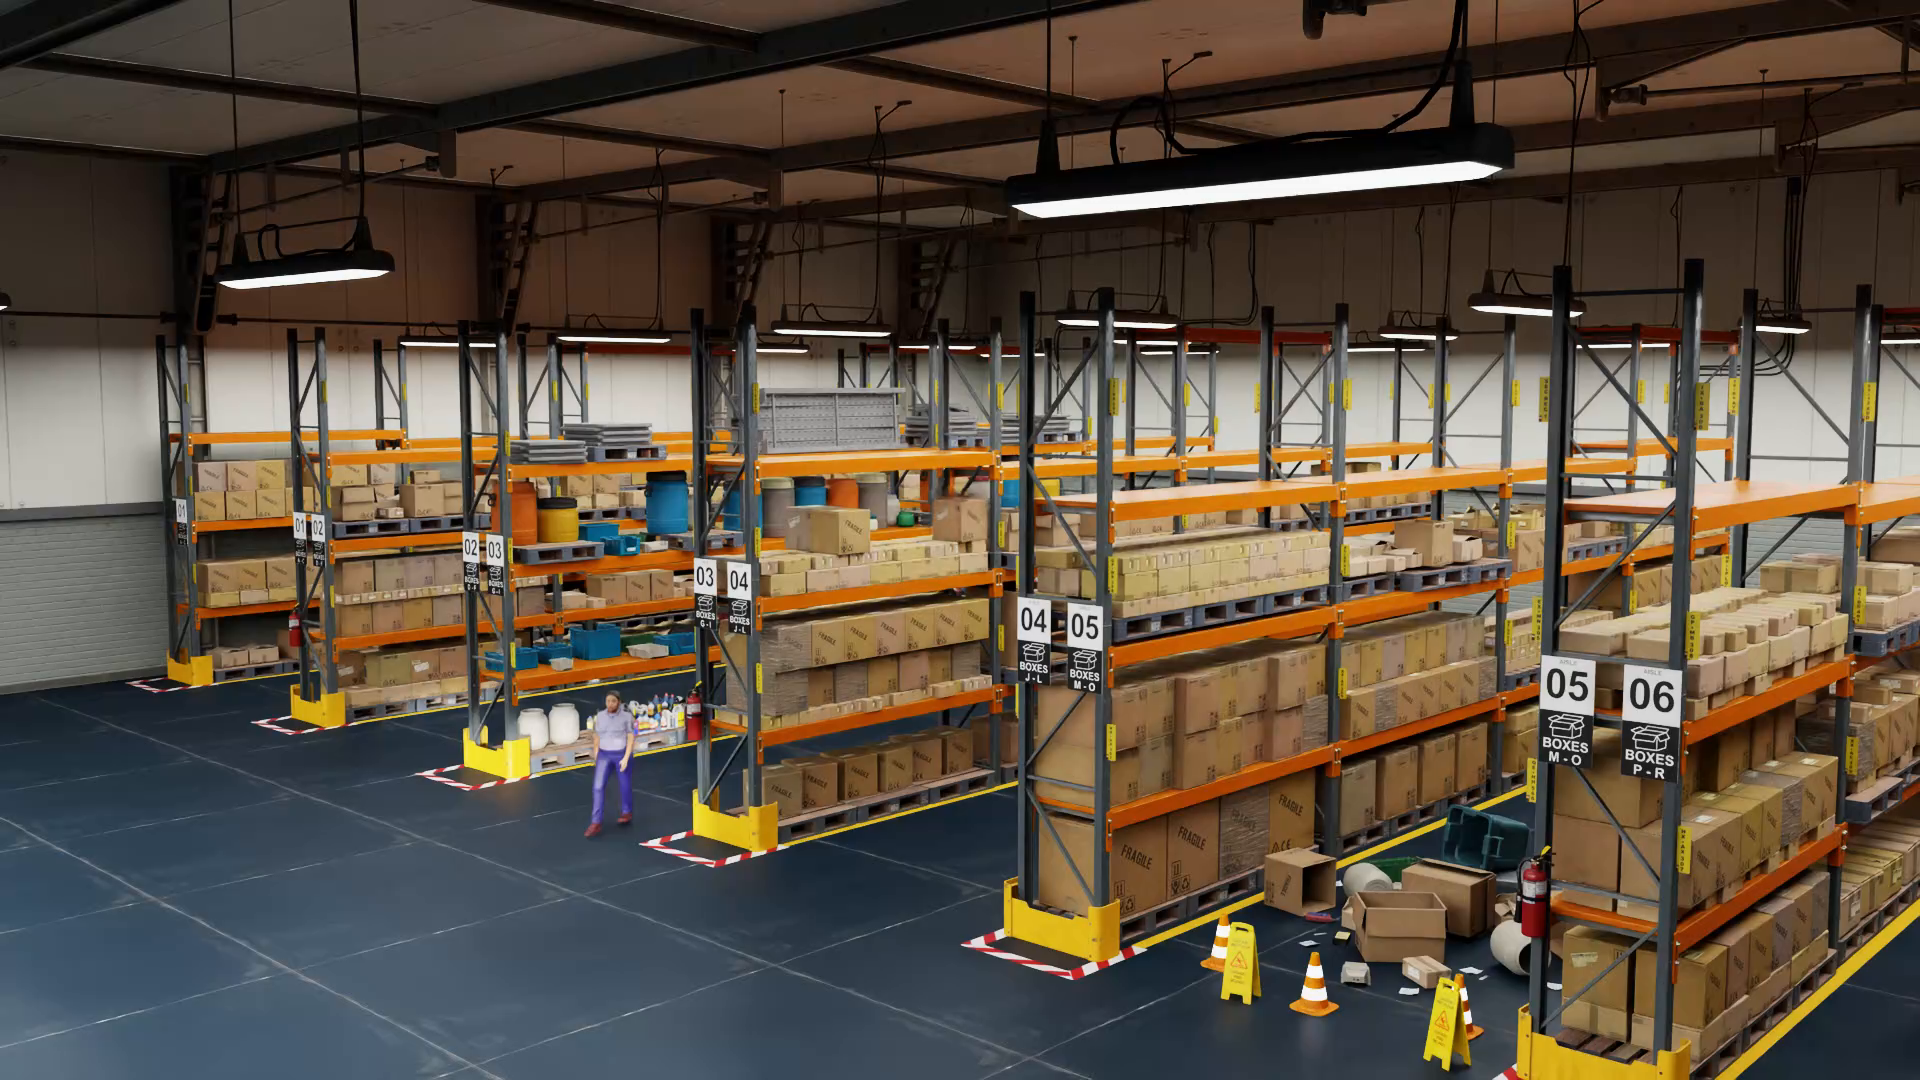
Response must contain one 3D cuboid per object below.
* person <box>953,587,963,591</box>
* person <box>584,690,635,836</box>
[{"bbox_3d":[-0.047,1.135,33.463,0.489,1.791,0.589,0,5,-1],"label":"person"},{"bbox_3d":[-4.037,2.535,19.263,0.529,1.605,0.895,0,5,-2],"label":"person"}]
